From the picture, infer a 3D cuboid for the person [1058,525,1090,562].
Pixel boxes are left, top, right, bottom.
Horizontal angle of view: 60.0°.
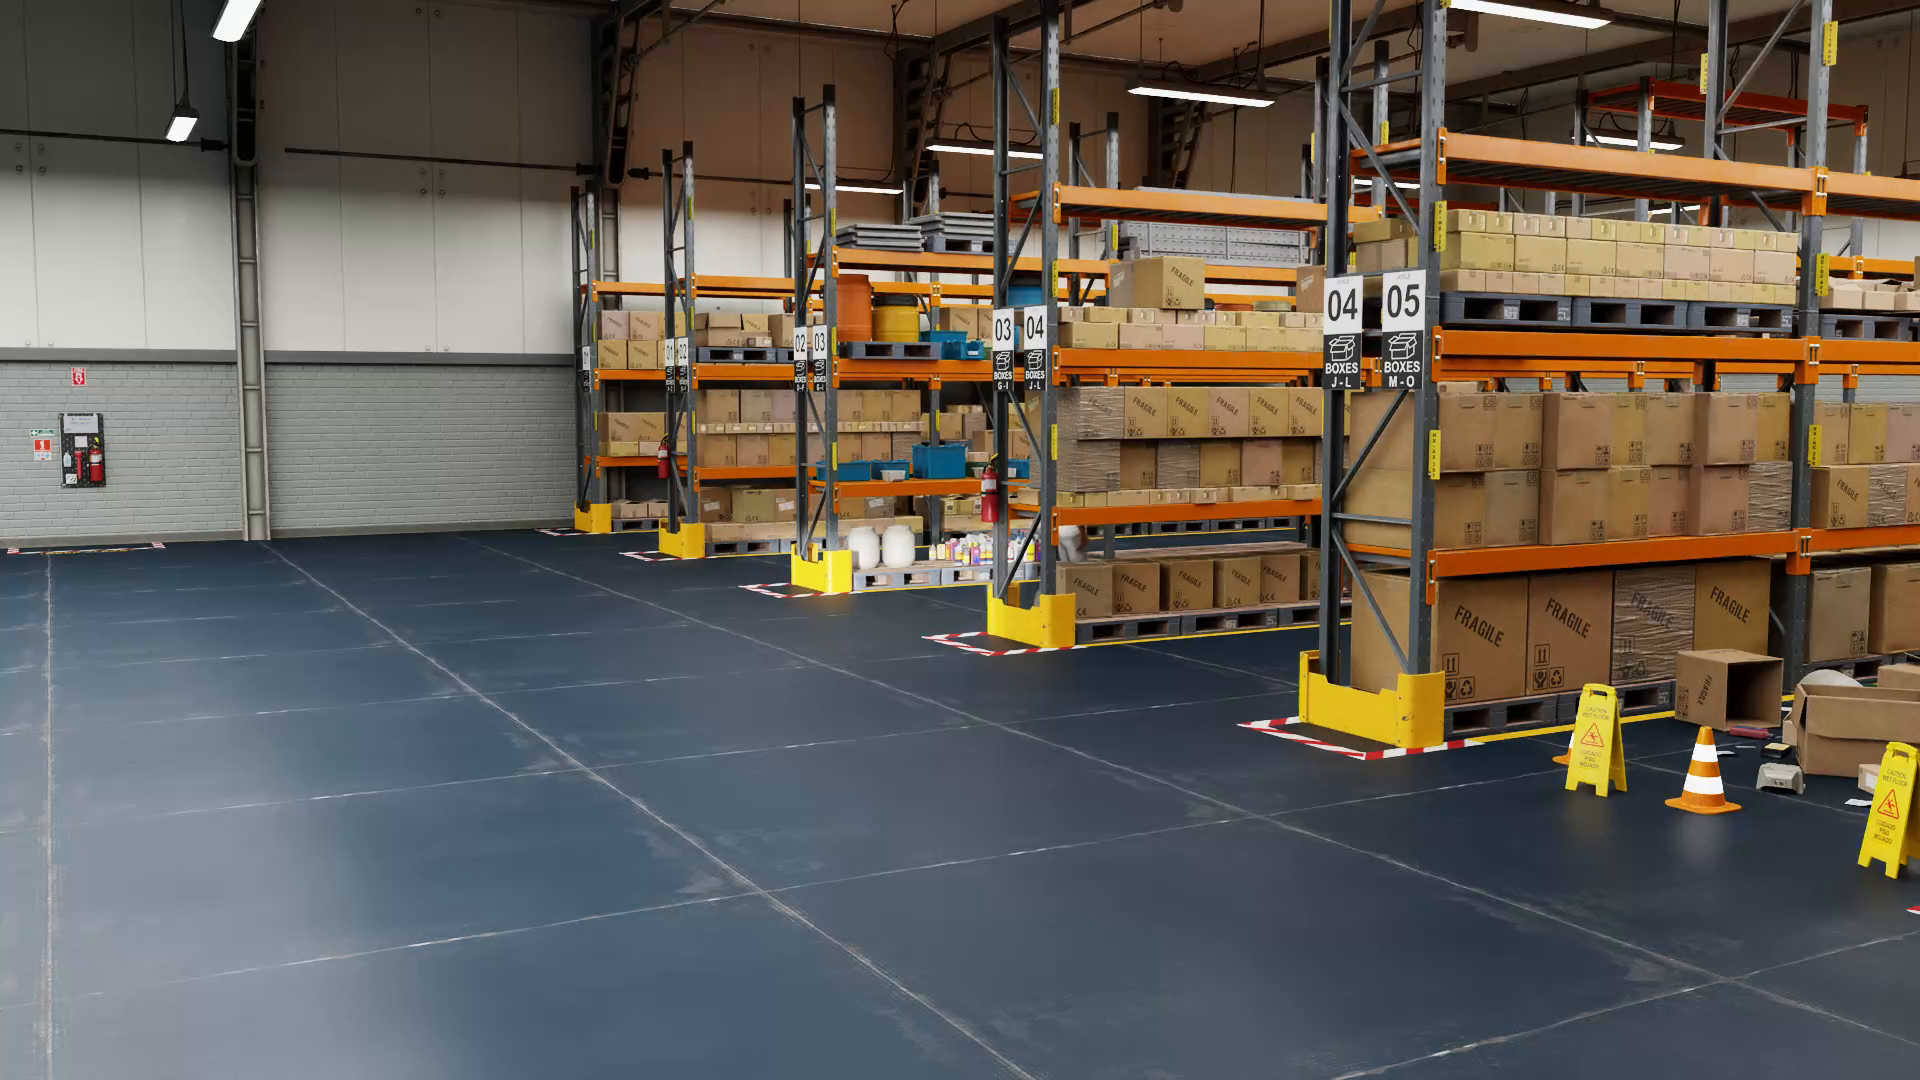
[{"bbox_3d":[1.193,-0.052,17.844,0.397,1.743,0.578,-2,5,-24],"label":"person"}]
